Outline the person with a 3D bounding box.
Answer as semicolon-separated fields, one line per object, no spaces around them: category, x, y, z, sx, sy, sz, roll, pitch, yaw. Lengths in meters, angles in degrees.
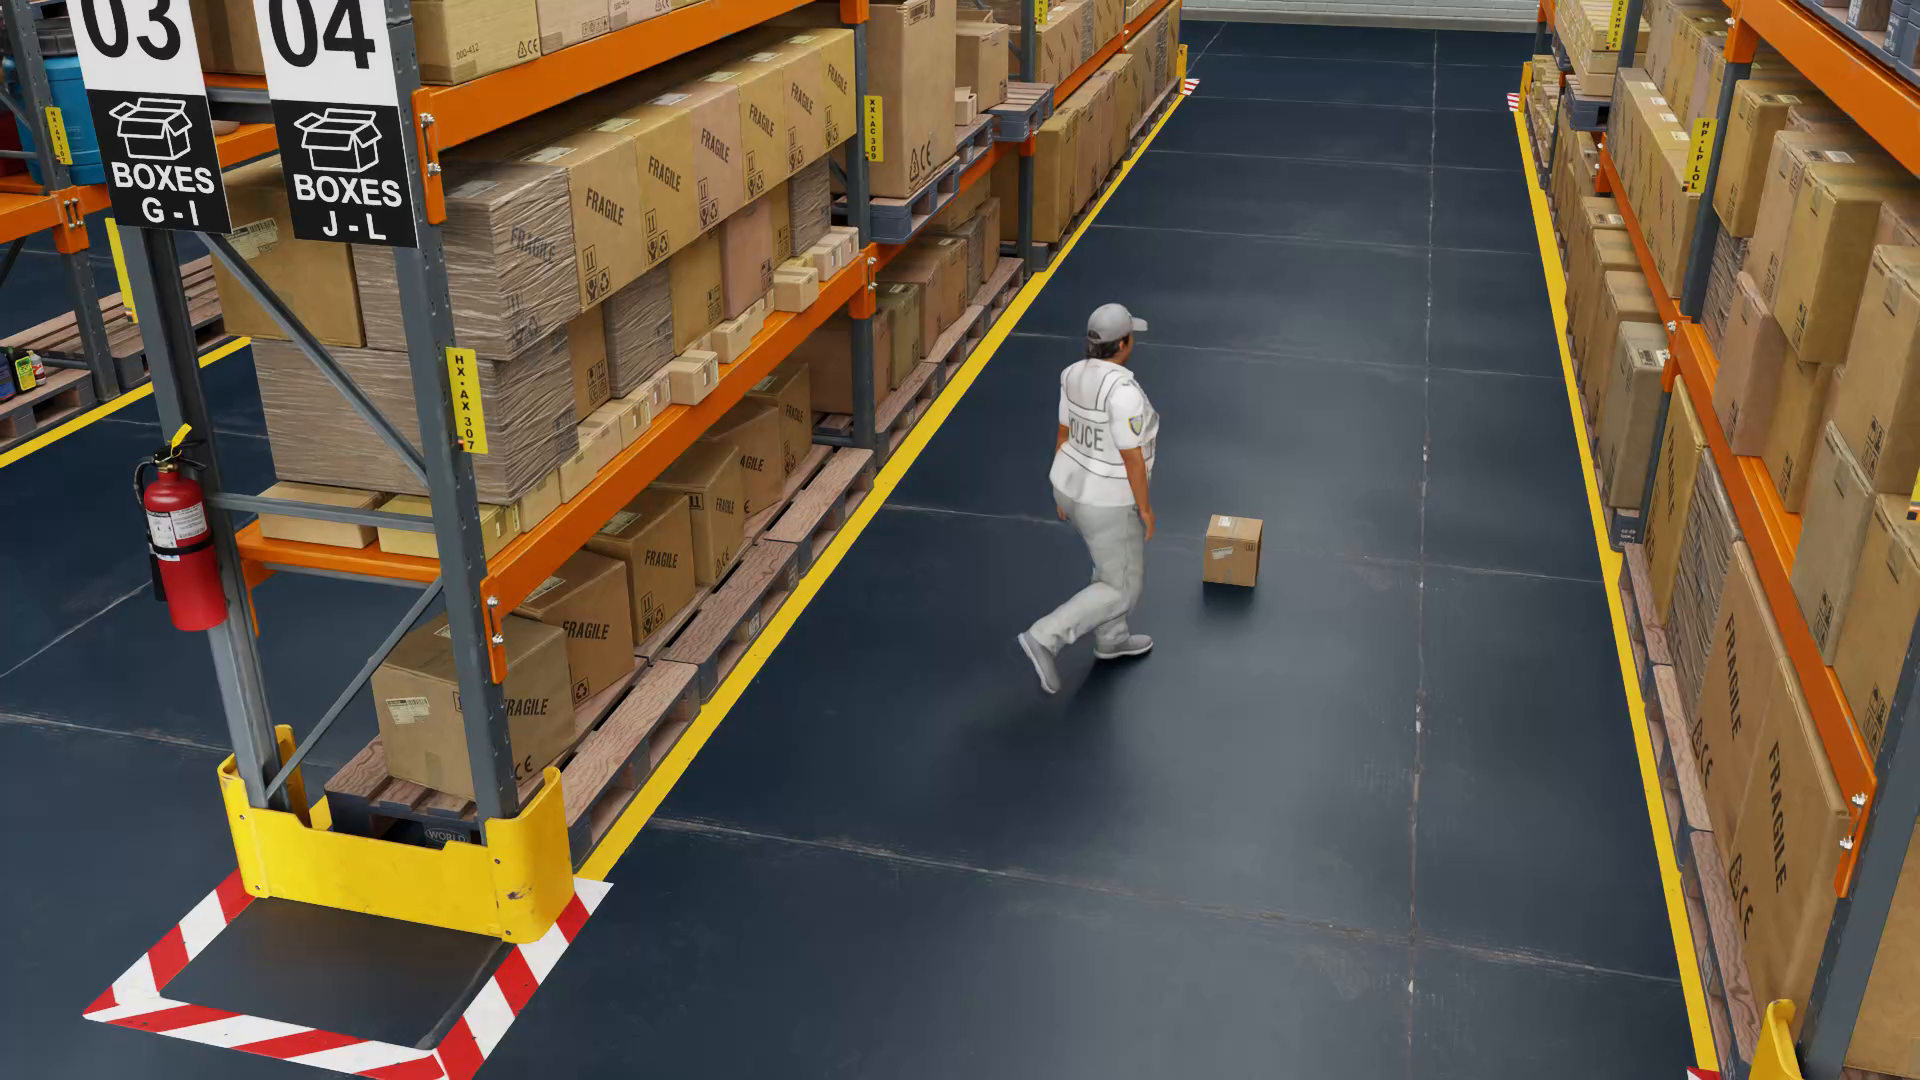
person;0.541;-0.168;6.972;0.769;1.628;0.499;-13;28;-24
